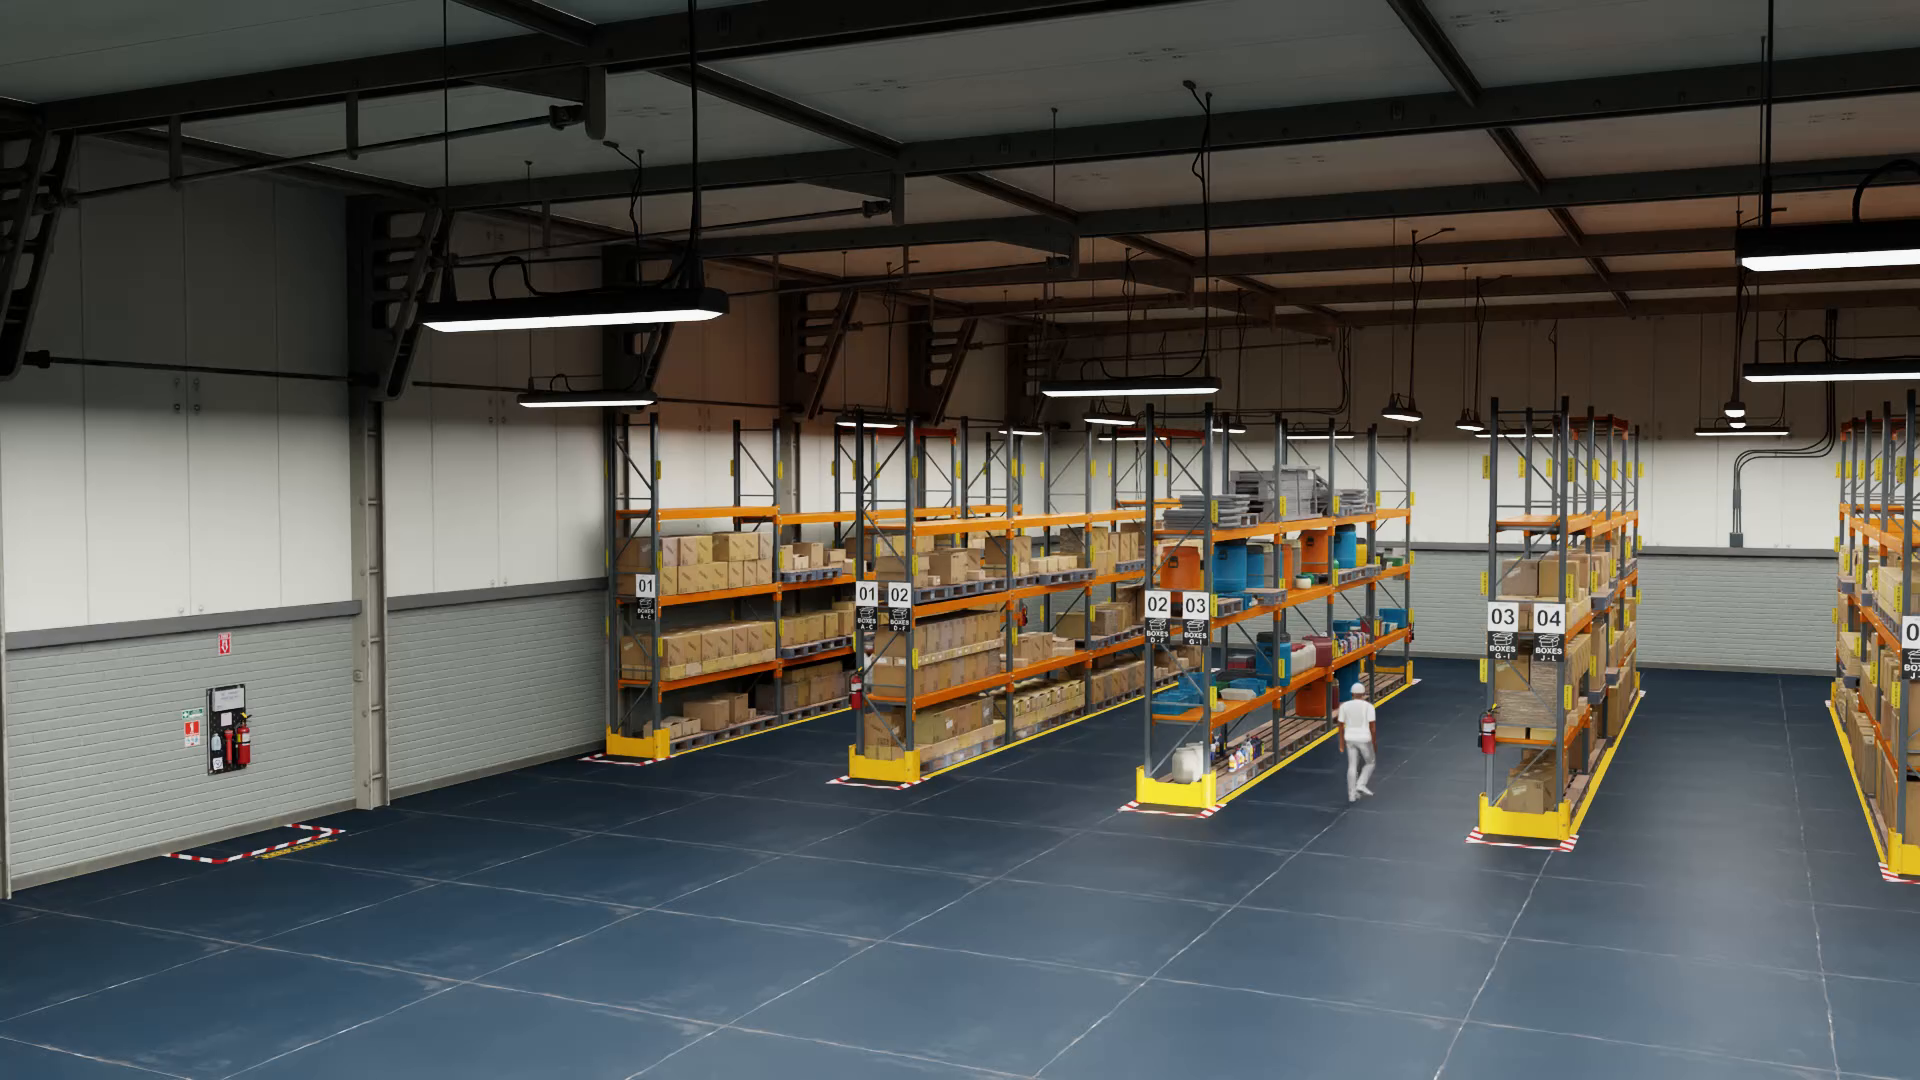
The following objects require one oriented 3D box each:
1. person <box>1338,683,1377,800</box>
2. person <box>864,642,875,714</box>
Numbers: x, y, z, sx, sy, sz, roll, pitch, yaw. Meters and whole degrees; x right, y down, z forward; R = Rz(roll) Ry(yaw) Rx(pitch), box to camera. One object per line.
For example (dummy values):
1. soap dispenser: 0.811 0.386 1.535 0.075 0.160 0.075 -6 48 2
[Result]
1. person: 6.047 3.051 25.242 0.615 1.752 0.476 2 3 38
2. person: -1.785 2.801 32.306 0.492 1.650 0.811 0 2 -8
